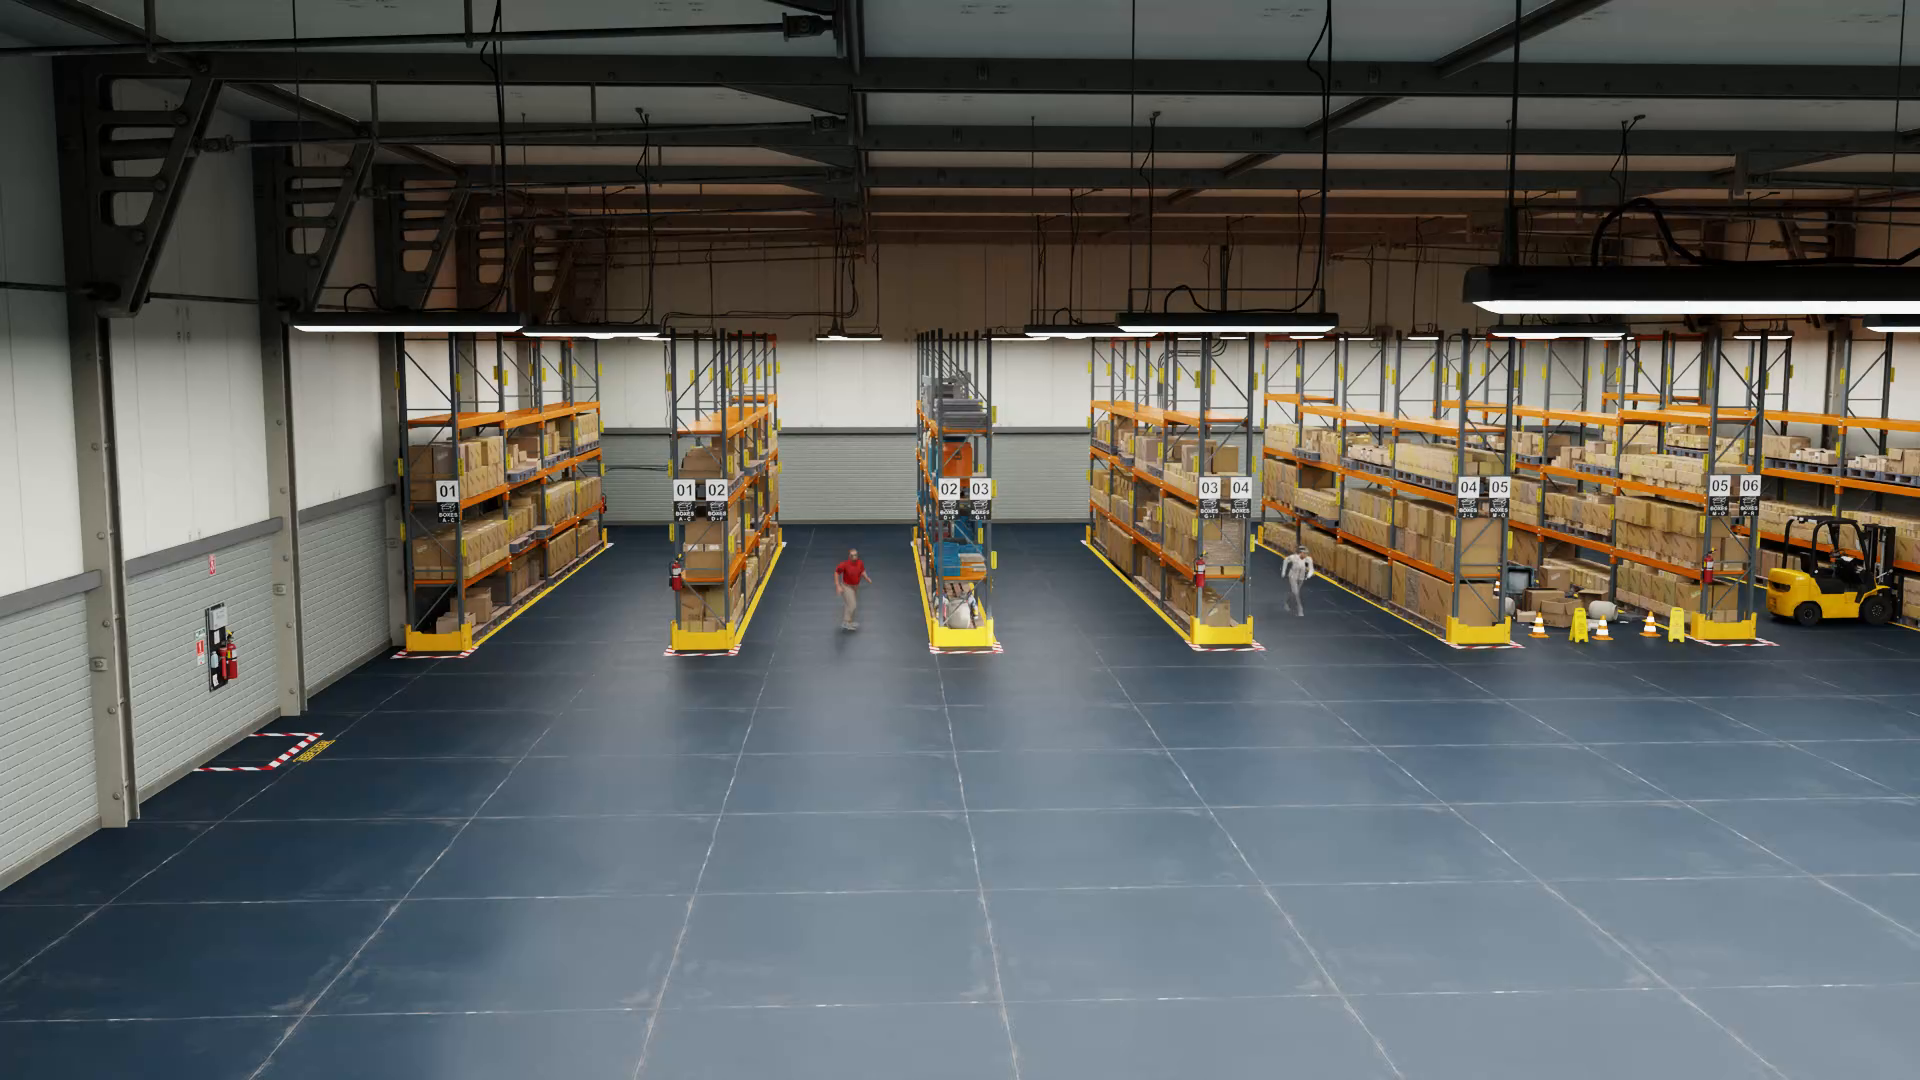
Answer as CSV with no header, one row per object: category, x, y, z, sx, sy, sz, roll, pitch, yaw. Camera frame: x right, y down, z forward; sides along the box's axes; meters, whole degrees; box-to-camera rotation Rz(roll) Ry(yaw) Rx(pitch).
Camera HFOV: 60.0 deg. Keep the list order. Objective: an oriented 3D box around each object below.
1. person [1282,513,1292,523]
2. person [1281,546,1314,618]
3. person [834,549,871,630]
person,9.738,-0.877,48.747,0.713,1.740,0.705,2,7,16
person,7.107,0.829,35.118,0.613,1.505,1.015,-1,7,-7
person,-2.148,0.999,33.466,0.841,1.690,0.670,5,8,34
